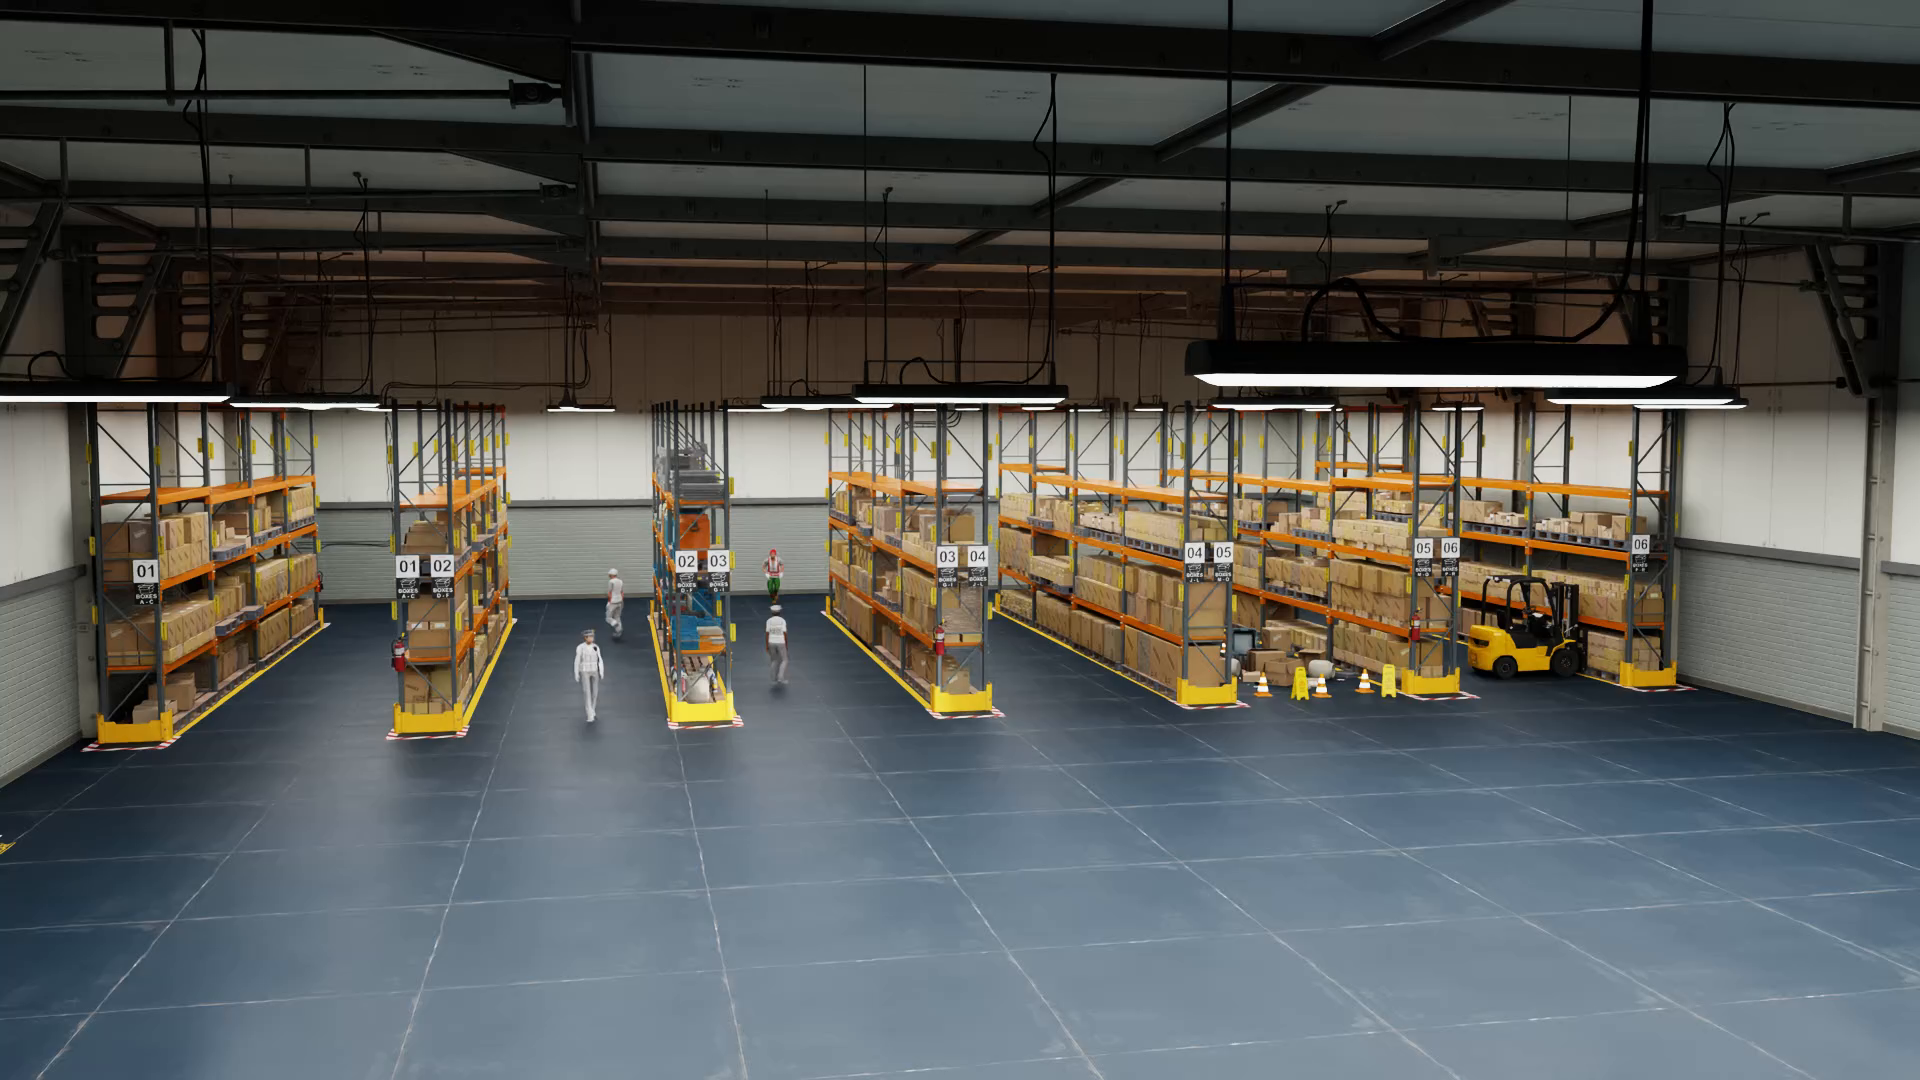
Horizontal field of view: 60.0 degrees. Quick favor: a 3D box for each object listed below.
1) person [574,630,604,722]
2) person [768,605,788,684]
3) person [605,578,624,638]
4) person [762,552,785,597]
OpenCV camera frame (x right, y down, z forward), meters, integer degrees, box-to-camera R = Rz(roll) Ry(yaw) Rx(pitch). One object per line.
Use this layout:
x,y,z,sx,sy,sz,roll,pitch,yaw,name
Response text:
-6.939,2.540,31.370,0.514,1.672,0.714,-3,5,-34,person
-3.859,2.229,35.308,0.439,1.679,0.490,1,4,12,person
-8.773,1.746,42.520,0.524,1.549,0.599,2,5,27,person
-5.636,1.033,50.174,0.677,1.436,0.515,0,4,-4,person
